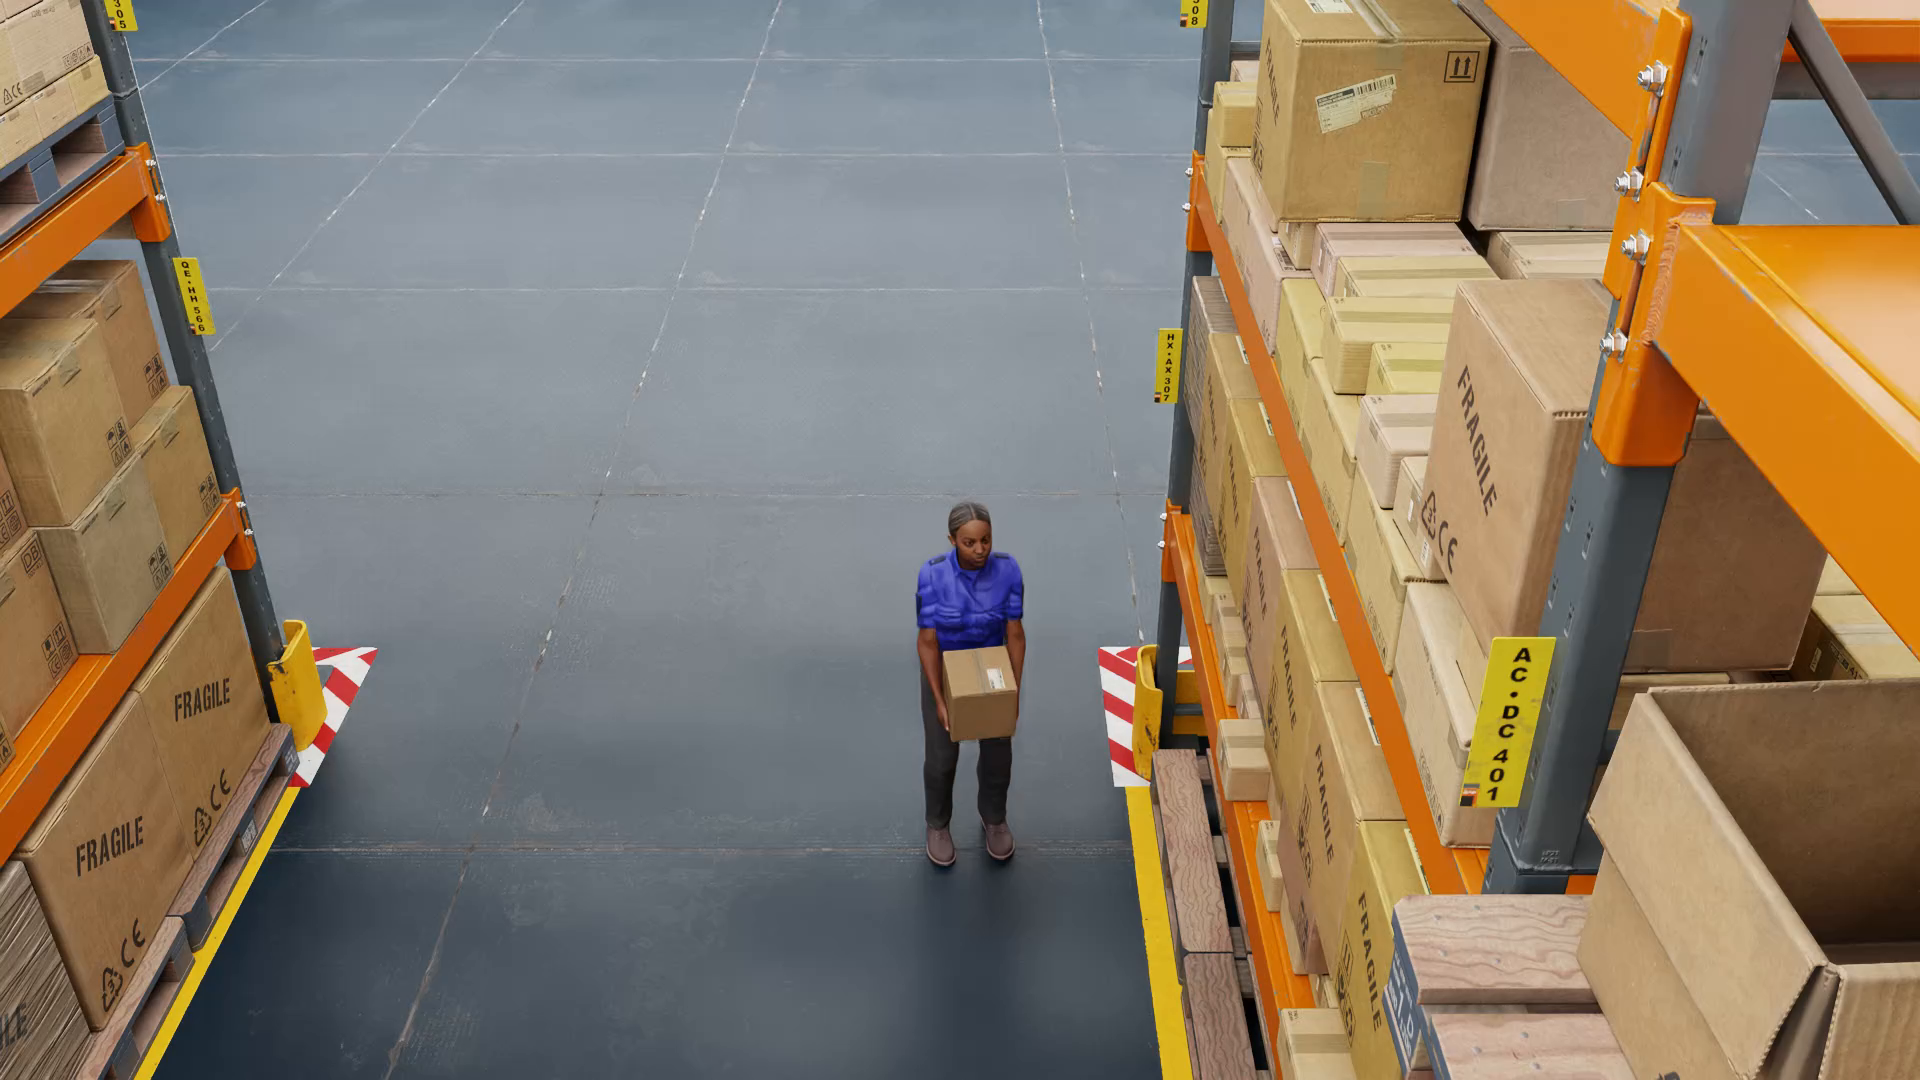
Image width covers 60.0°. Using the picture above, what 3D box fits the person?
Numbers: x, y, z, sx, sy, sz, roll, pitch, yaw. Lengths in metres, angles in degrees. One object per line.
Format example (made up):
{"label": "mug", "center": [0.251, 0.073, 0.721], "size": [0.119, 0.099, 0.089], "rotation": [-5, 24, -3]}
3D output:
{"label": "person", "center": [0.050, 0.623, 6.642], "size": [0.435, 1.656, 0.502], "rotation": [-5, 32, -8]}
